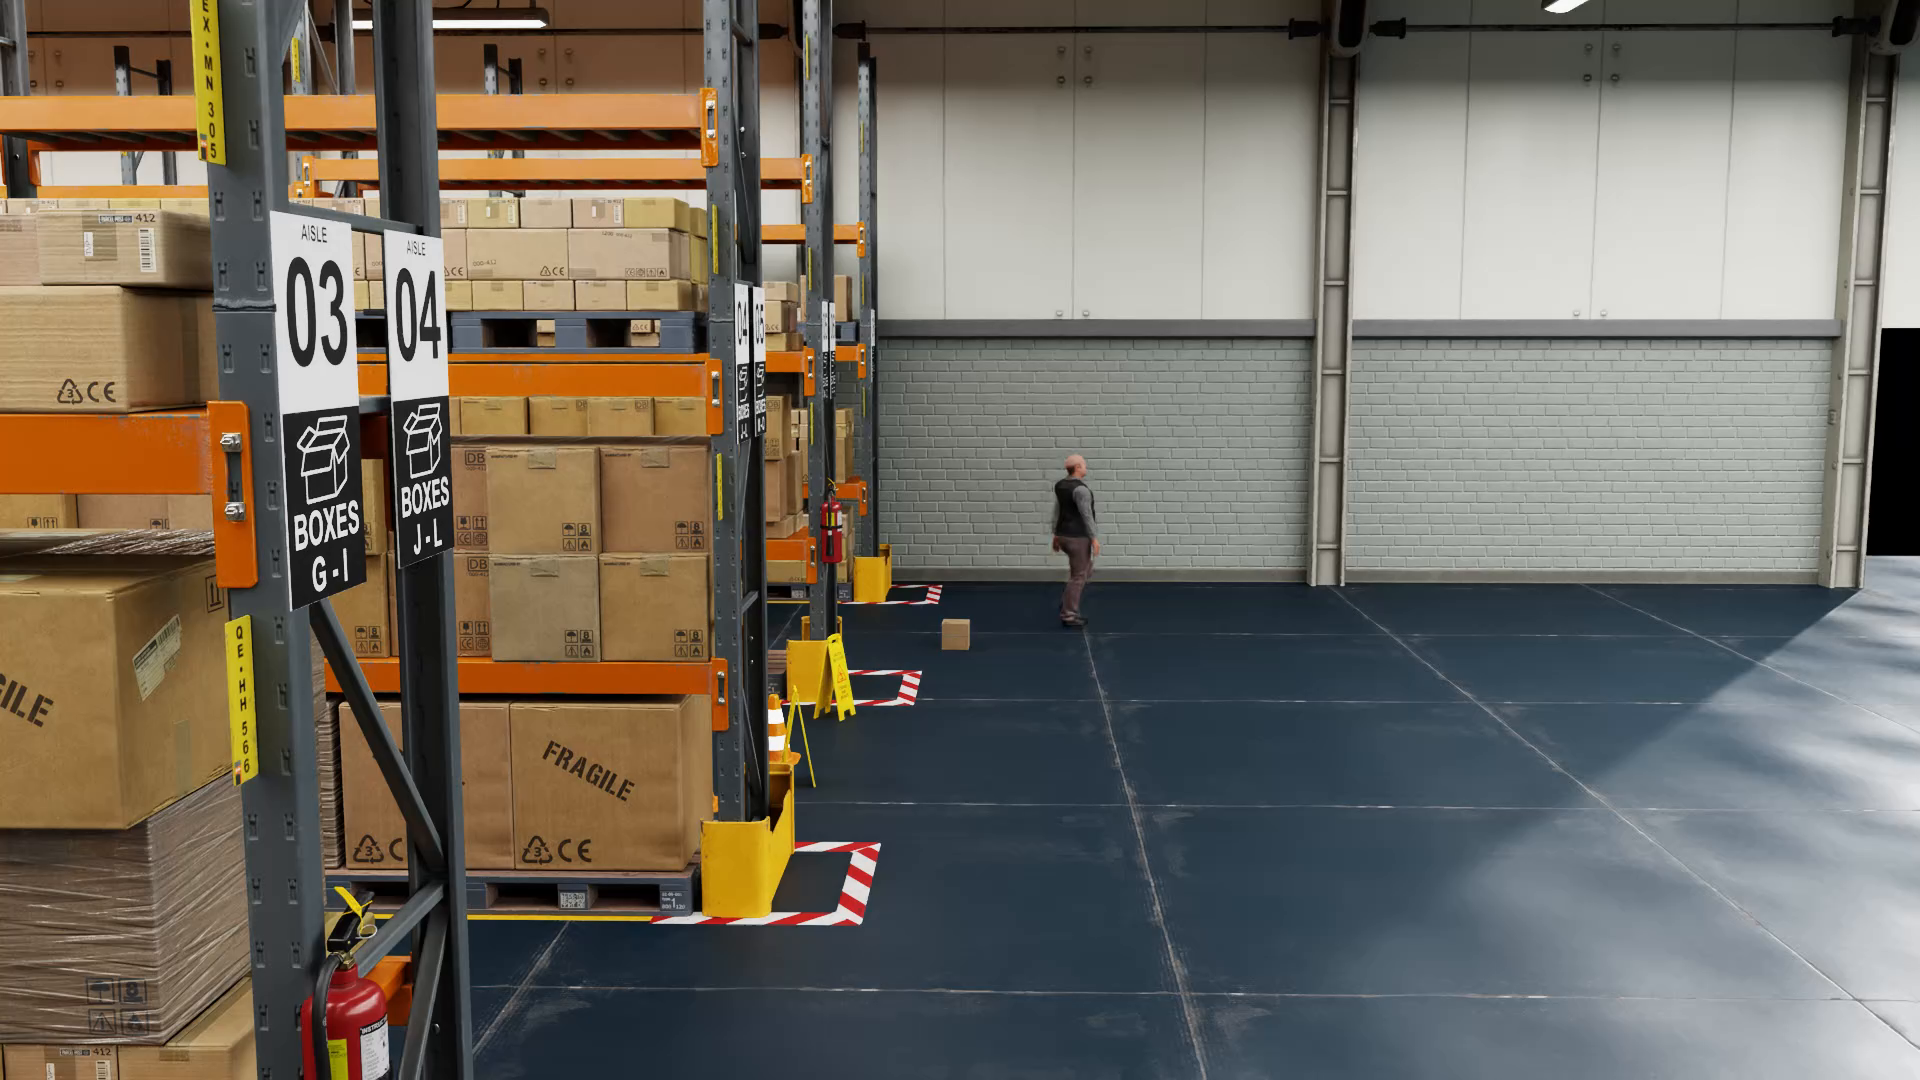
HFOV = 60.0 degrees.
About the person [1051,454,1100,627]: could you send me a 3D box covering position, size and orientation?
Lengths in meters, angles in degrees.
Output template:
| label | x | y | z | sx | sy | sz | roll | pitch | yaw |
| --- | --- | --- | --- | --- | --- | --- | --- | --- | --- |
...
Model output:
| label | x | y | z | sx | sy | sz | roll | pitch | yaw |
| --- | --- | --- | --- | --- | --- | --- | --- | --- | --- |
| person | 1.191 | 0.016 | 16.646 | 0.479 | 1.750 | 0.575 | -3 | 8 | -24 |
